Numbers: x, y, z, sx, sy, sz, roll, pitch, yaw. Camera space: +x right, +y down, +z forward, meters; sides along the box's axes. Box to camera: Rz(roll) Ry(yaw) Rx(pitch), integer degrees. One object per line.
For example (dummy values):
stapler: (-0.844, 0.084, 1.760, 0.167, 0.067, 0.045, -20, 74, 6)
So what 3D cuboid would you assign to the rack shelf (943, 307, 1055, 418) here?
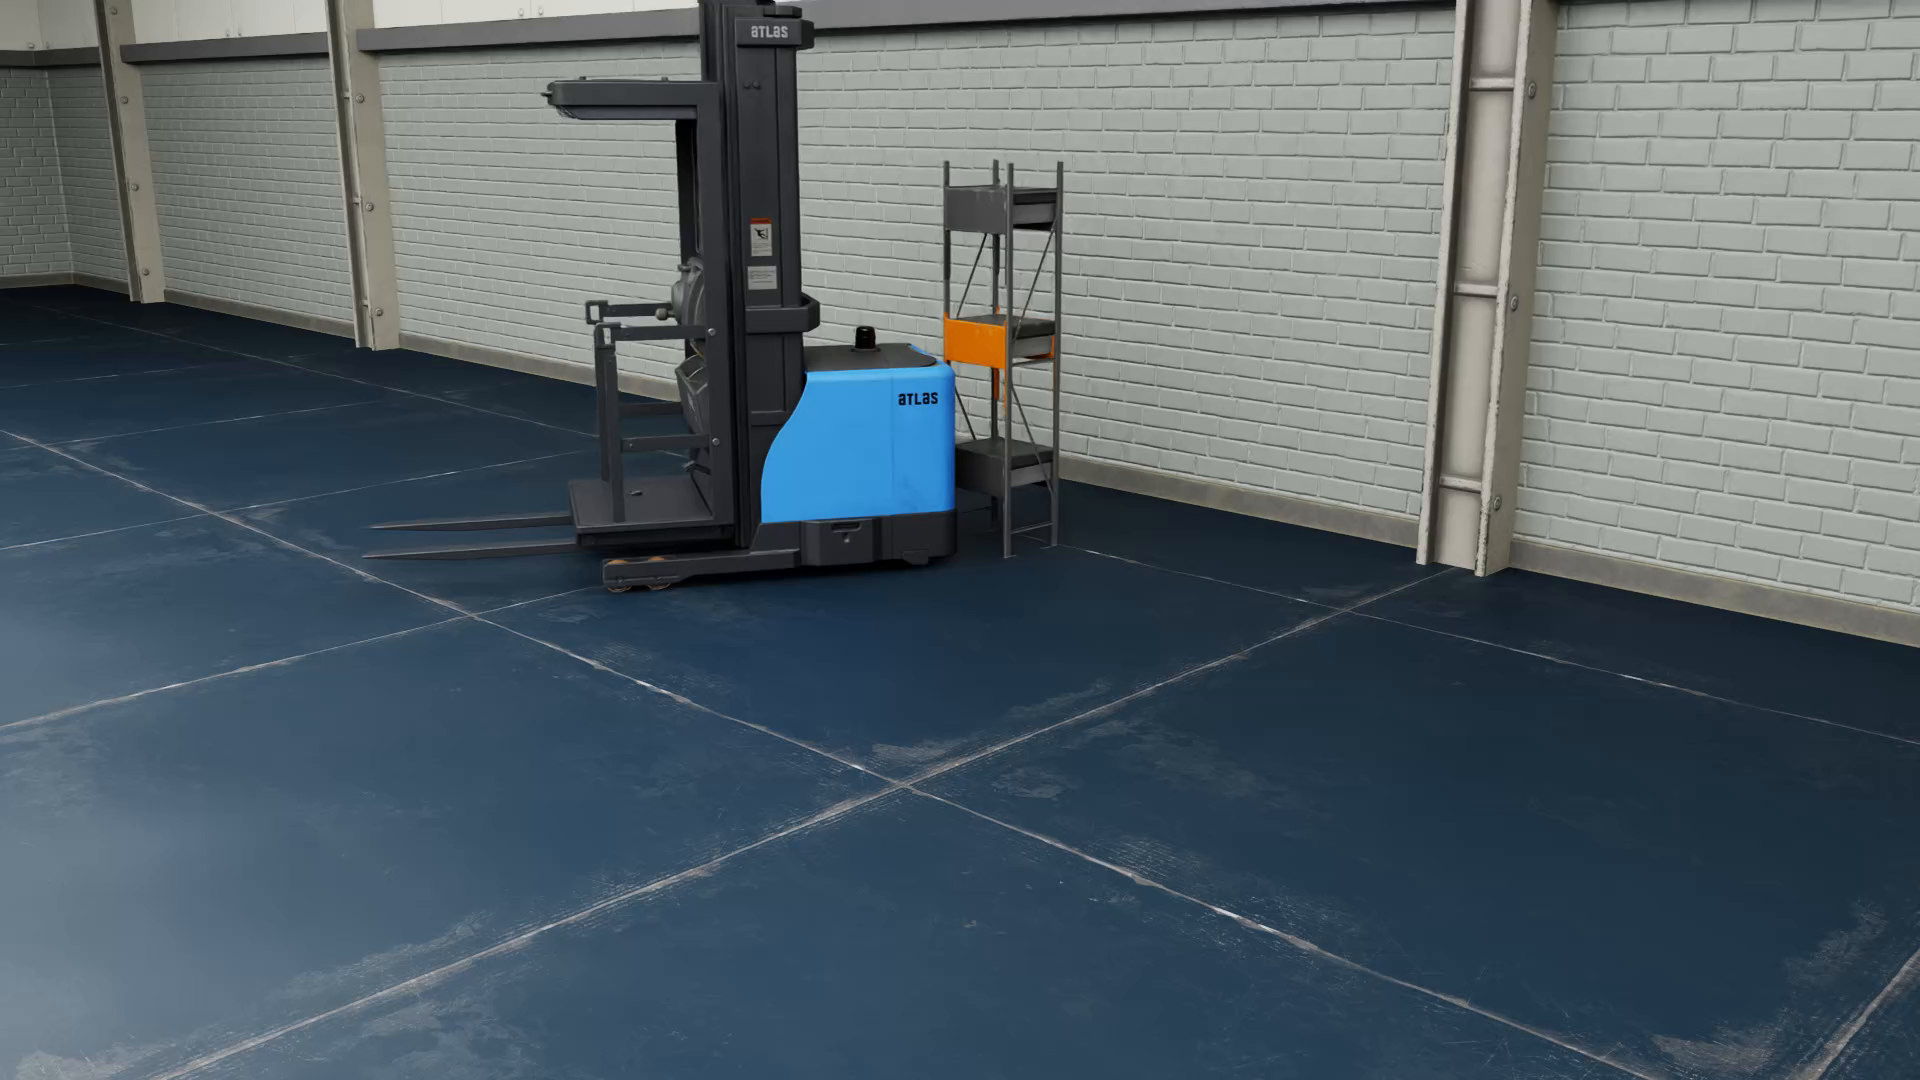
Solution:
rack shelf: (0.227, -0.977, 9.070, 0.431, 0.518, 0.480, -13, 20, -41)

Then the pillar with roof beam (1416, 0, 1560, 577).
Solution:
pillar with roof beam: (-0.285, -3.443, 4.800, 0.400, 9.000, 9.100, 14, 20, 42)

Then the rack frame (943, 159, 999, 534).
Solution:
rack frame: (0.062, -1.035, 9.240, 0.400, 2.100, 0.015, -13, 20, -41)

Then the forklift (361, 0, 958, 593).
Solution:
forklift: (-1.587, -1.299, 8.606, 3.031, 2.935, 1.130, -4, 15, -15)

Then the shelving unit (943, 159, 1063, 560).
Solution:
shelving unit: (0.227, -0.990, 9.067, 0.431, 2.100, 0.503, -13, 20, -41)

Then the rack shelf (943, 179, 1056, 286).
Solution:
rack shelf: (0.227, -1.654, 8.893, 0.431, 0.518, 0.480, -13, 20, -41)

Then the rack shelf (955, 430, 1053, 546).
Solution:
rack shelf: (0.227, -0.299, 9.246, 0.431, 0.518, 0.480, -13, 20, -41)

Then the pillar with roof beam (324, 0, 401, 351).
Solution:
pillar with roof beam: (-8.923, -5.544, 12.860, 0.400, 9.000, 9.100, 14, 20, 42)

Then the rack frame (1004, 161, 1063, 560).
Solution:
rack frame: (0.393, -0.945, 8.893, 0.400, 2.100, 0.015, -13, 20, -41)

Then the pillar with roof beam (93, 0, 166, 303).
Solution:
pillar with roof beam: (-13.242, -6.594, 16.890, 0.400, 9.000, 9.100, 14, 20, 42)
